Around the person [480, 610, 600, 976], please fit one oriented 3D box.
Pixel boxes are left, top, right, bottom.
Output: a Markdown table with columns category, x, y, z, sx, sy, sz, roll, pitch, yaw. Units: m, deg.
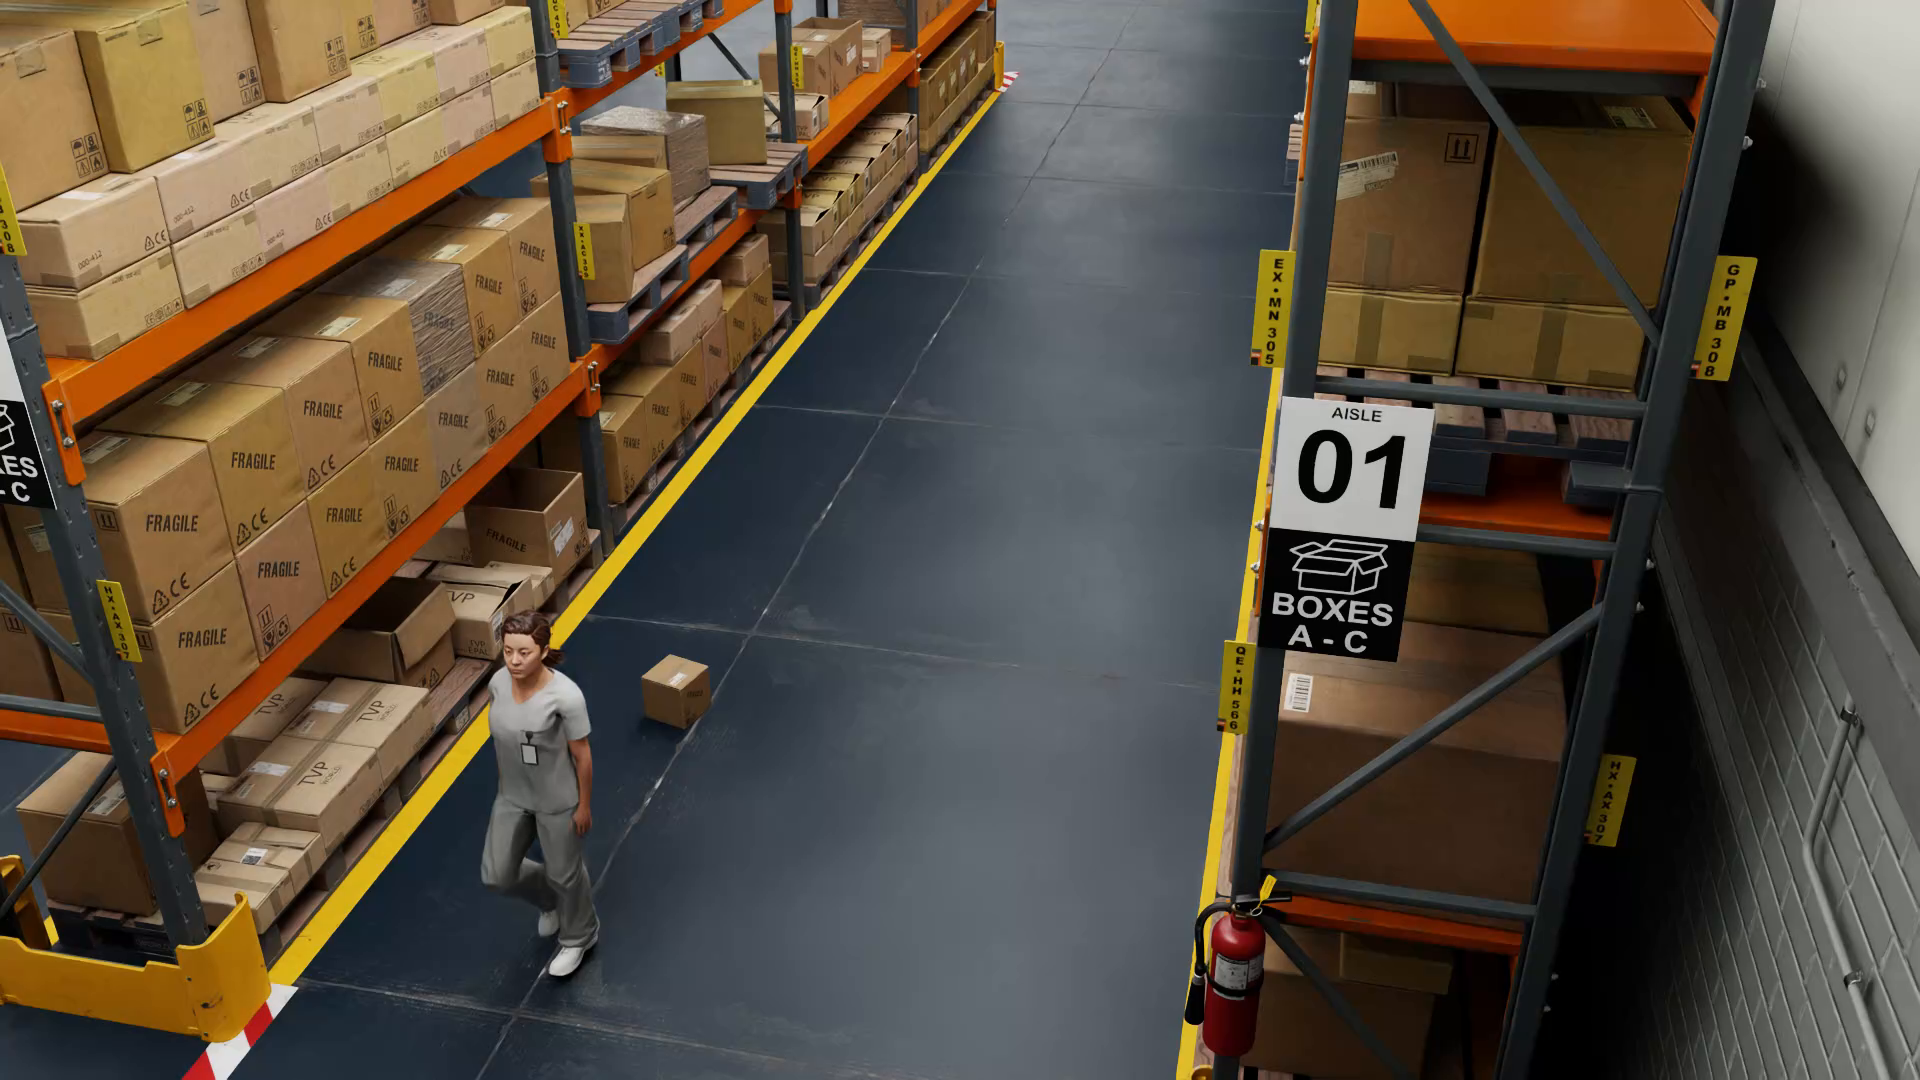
| category | x | y | z | sx | sy | sz | roll | pitch | yaw |
| --- | --- | --- | --- | --- | --- | --- | --- | --- | --- |
| person | -1.680 | 1.041 | 6.681 | 0.458 | 1.661 | 0.464 | 10 | 30 | 18 |
